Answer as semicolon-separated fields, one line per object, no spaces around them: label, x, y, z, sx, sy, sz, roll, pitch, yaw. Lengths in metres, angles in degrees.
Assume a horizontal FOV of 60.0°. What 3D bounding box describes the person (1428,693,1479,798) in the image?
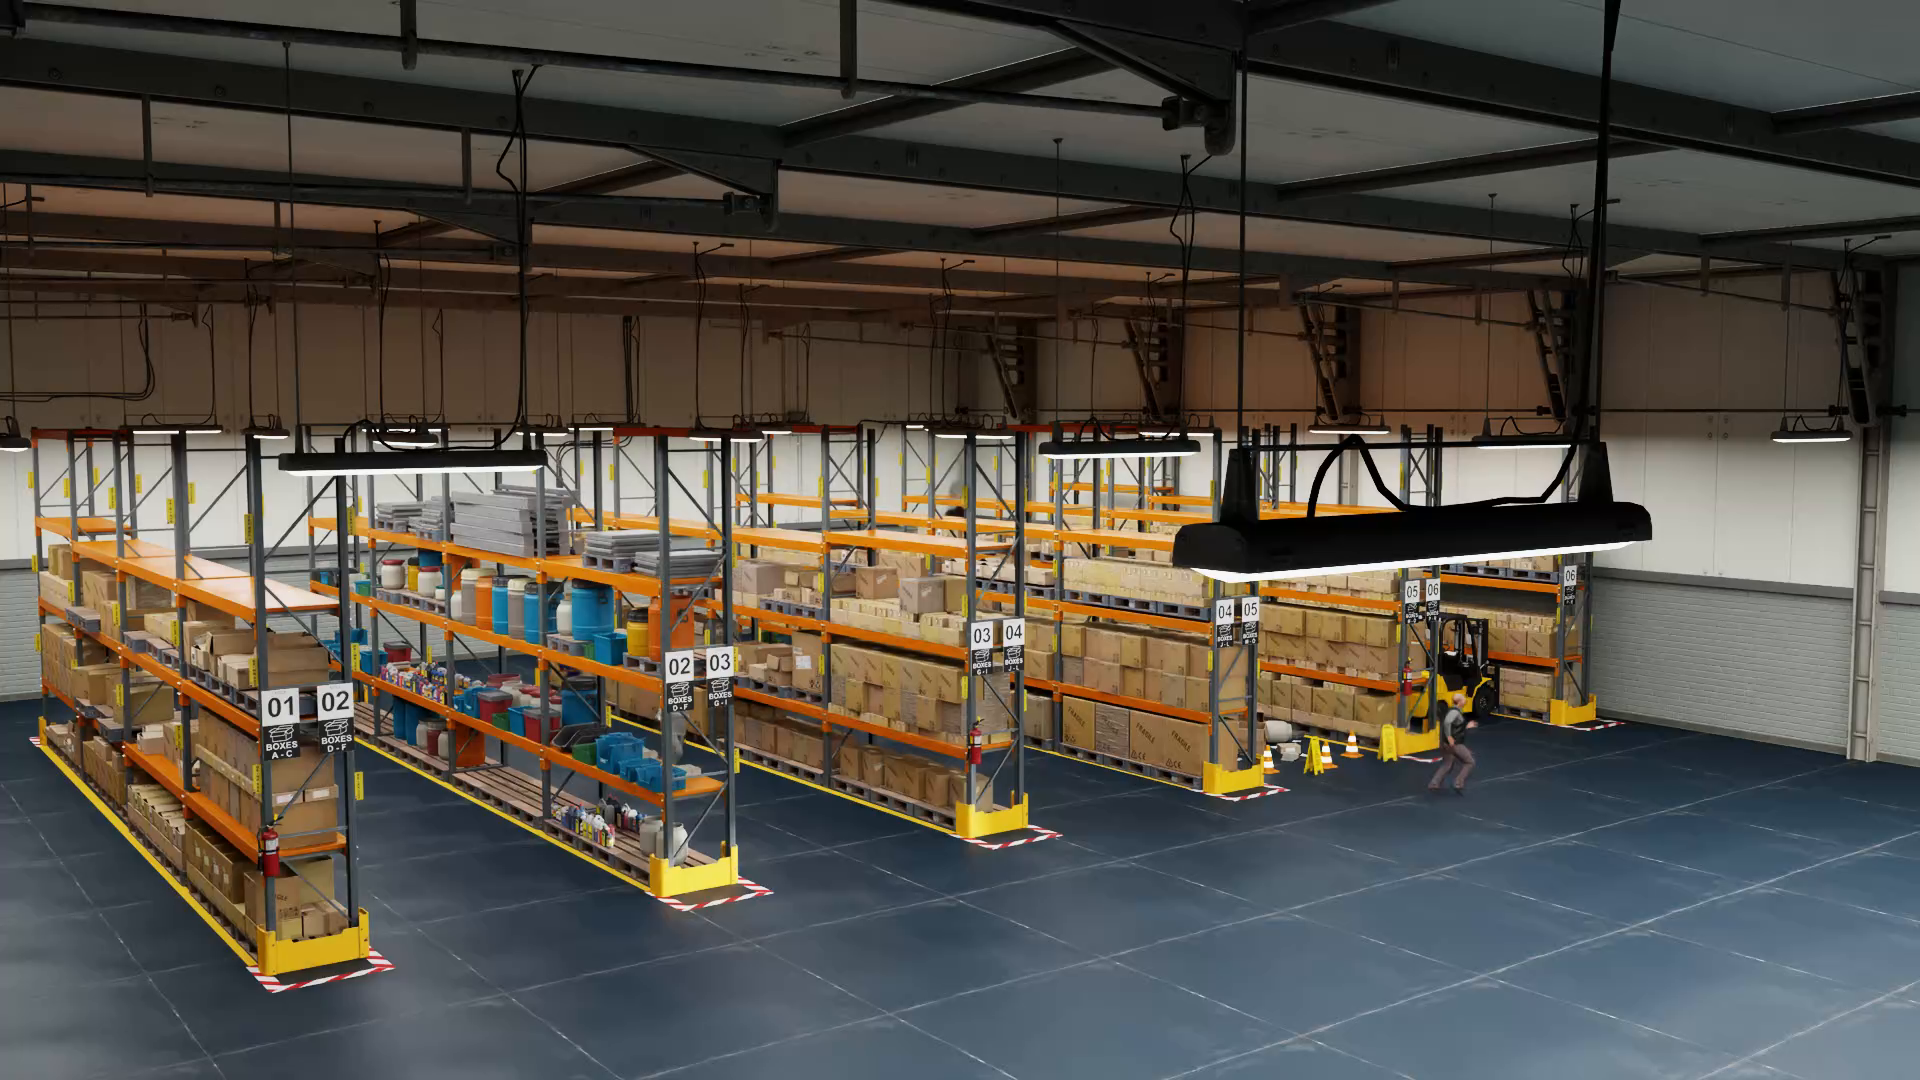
person;8.089;3.363;27.177;0.820;1.734;0.672;0;4;4

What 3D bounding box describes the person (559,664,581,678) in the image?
person;-7.821;2.885;33.420;0.559;1.691;0.860;-4;6;-43

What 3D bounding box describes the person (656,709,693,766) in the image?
person;-4.807;3.324;28.213;0.530;1.621;0.688;-4;6;-44

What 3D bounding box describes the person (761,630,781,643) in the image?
person;-4.797;2.179;42.066;0.708;1.728;0.678;4;6;43
